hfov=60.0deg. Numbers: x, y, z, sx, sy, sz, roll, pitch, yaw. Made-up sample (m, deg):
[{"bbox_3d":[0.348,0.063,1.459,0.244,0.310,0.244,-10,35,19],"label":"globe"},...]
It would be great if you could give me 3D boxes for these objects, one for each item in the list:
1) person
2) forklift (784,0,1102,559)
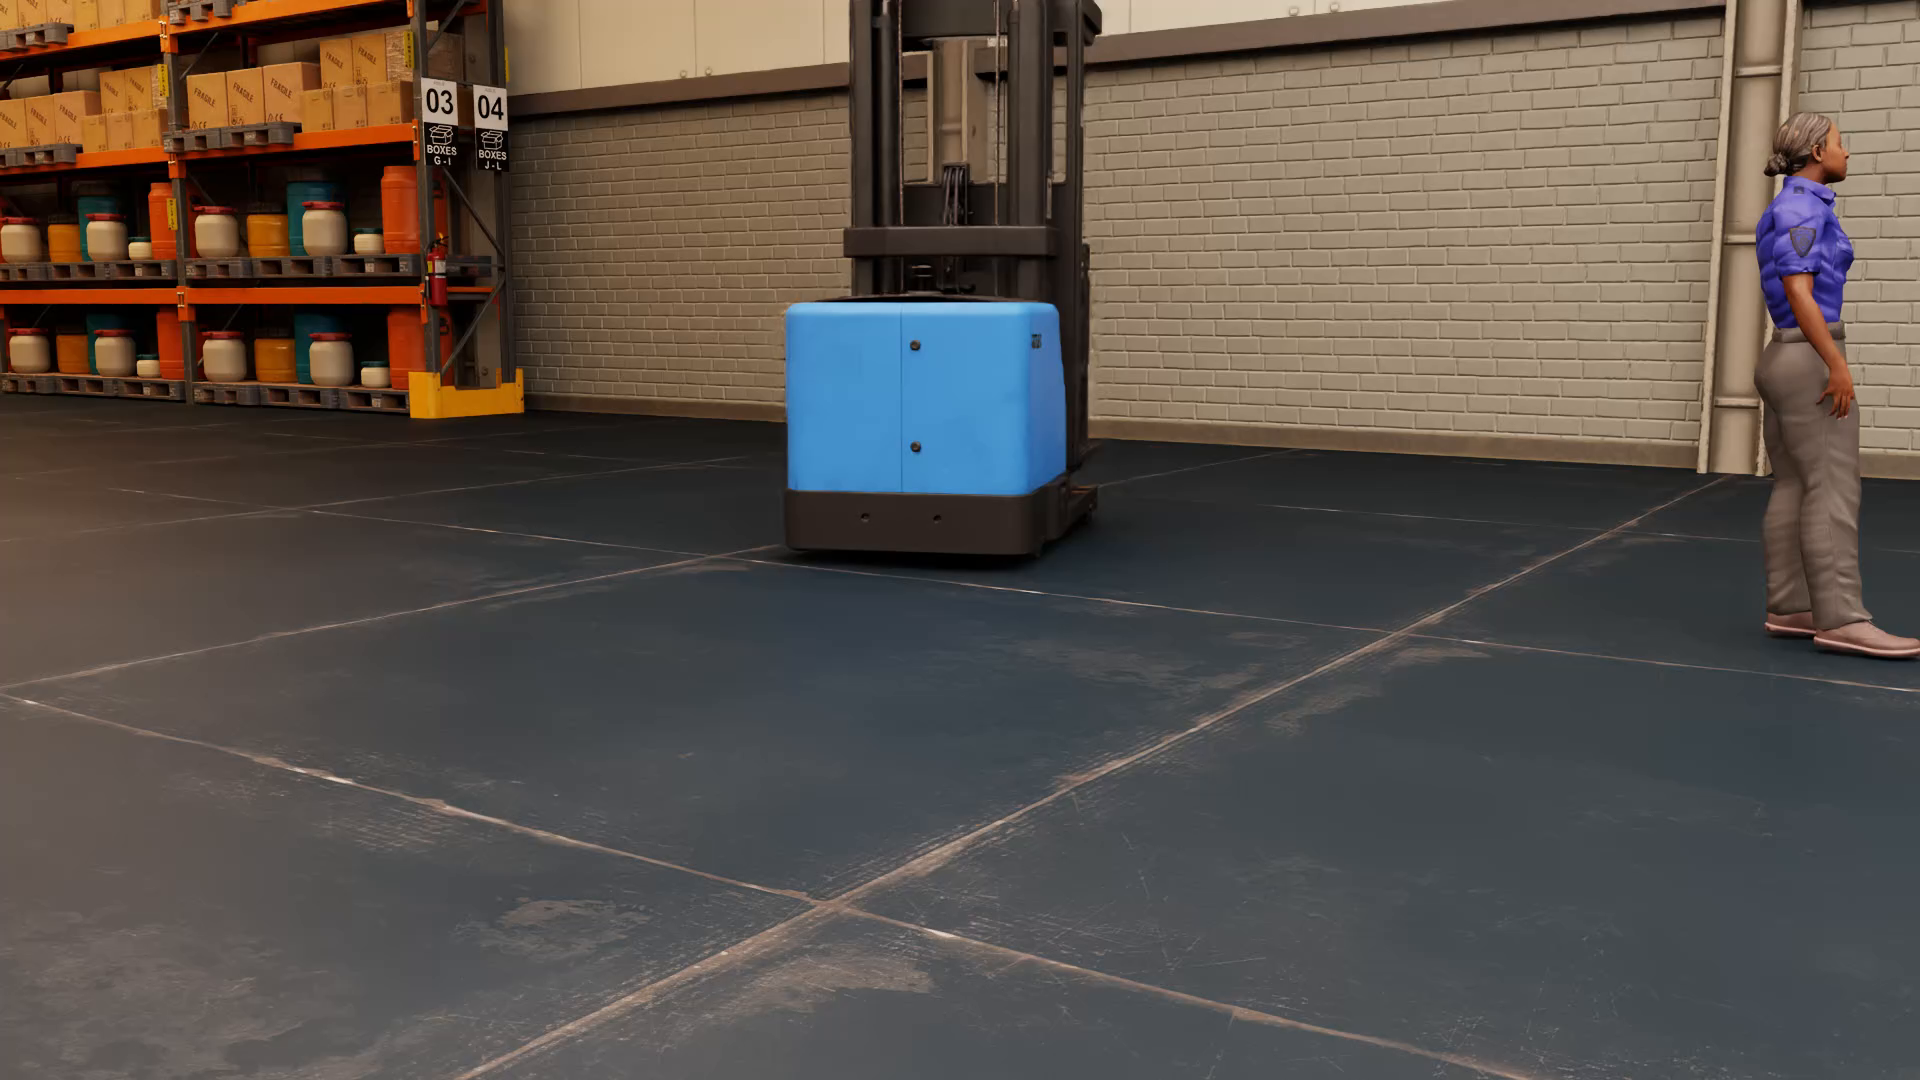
[{"bbox_3d":[2.750,-0.504,5.219,0.504,1.654,0.569,3,9,18],"label":"person"},{"bbox_3d":[0.080,-1.539,8.018,1.130,2.935,3.031,2,8,12],"label":"forklift"}]
